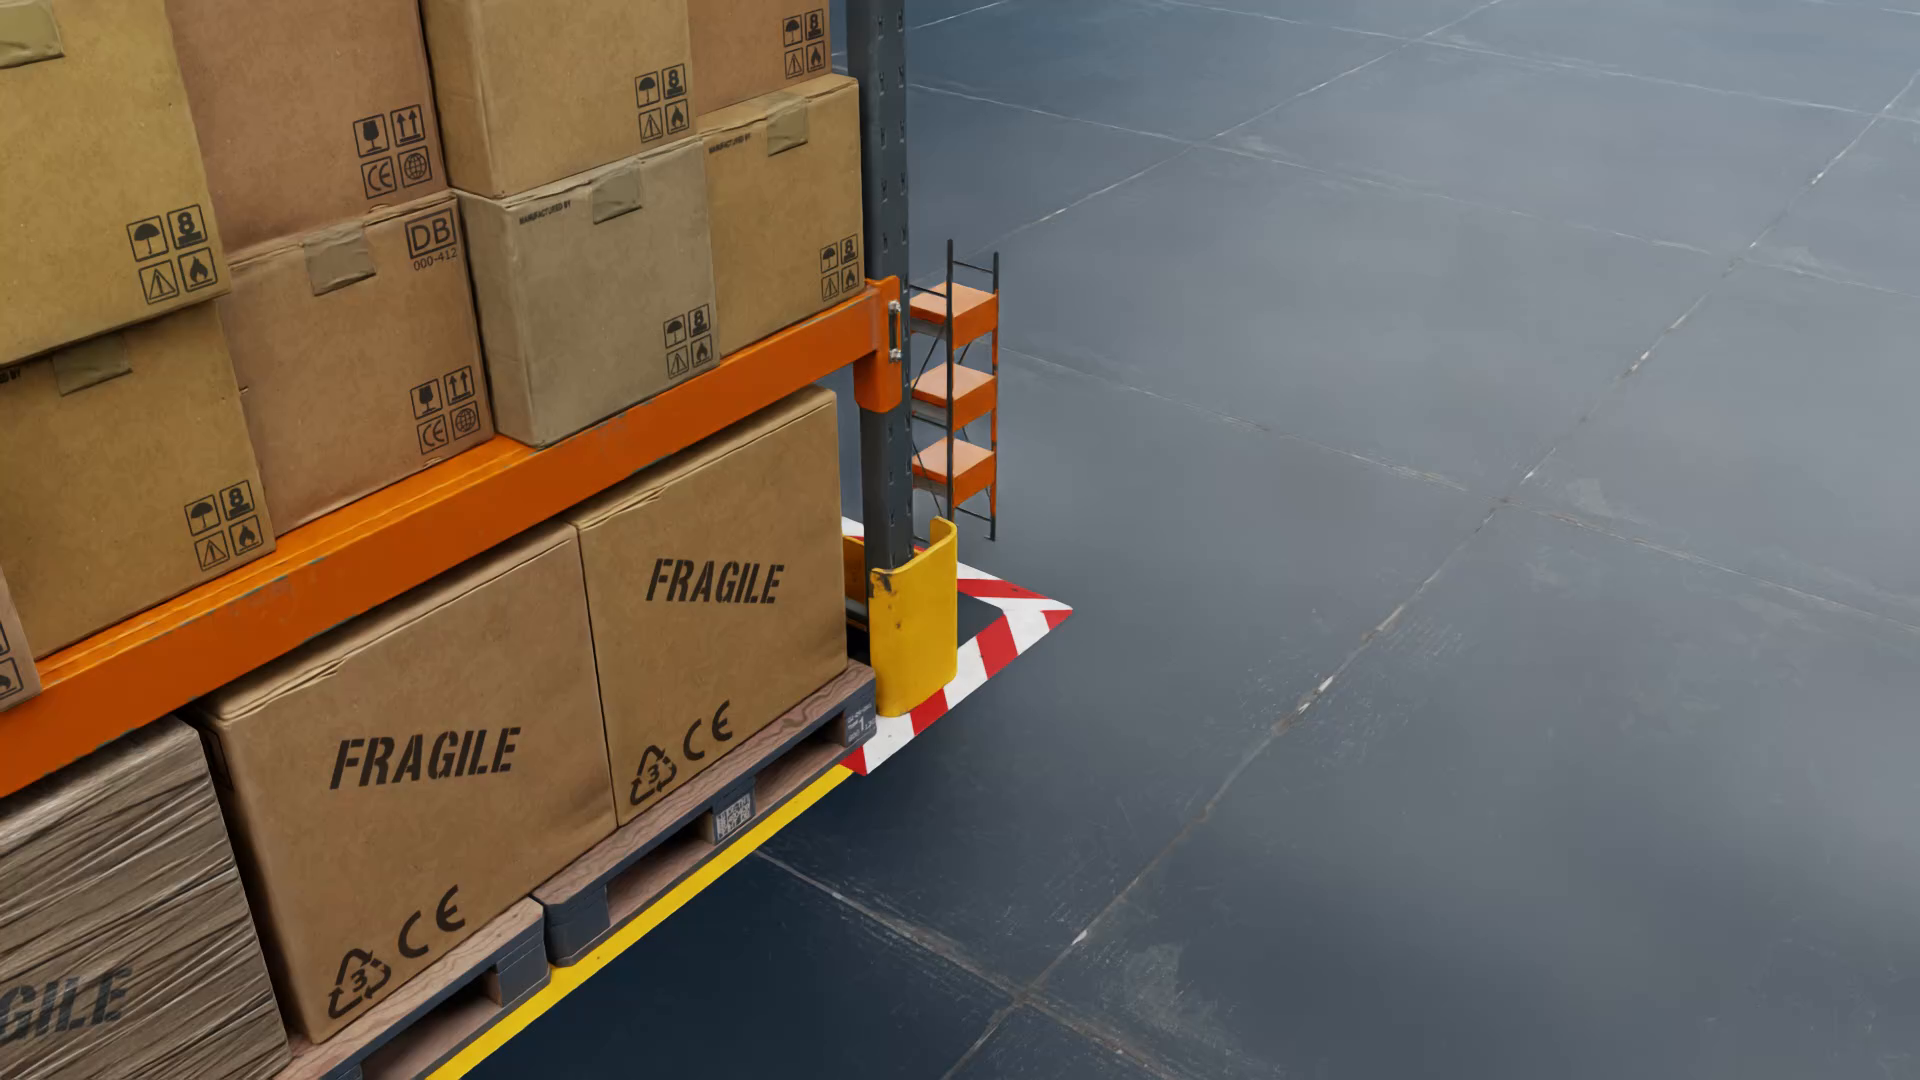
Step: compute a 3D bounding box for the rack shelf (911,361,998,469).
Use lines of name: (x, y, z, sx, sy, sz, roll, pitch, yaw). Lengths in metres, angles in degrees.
rack shelf: (-0.032, -0.421, 5.451, 0.215, 0.259, 0.240, 21, 37, 31)

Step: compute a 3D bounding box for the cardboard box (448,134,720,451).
cardboard box: (-1.069, -0.666, 3.785, 0.875, 0.550, 0.550, 21, 37, 31)

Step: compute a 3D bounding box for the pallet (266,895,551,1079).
pallet: (-1.723, 1.046, 3.778, 1.003, 0.211, 1.213, 21, 37, 31)

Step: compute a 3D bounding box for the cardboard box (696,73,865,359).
cardboard box: (-0.754, -0.896, 4.173, 0.875, 0.550, 0.550, 21, 37, 31)

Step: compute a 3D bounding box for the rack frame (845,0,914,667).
rack frame: (-0.566, -0.997, 4.490, 1.000, 3.000, 0.127, 21, 37, 31)

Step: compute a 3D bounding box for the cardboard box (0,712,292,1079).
cardboard box: (-2.004, 0.761, 3.196, 0.875, 0.875, 0.875, 21, 37, 32)

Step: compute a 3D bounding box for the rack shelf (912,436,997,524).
rack shelf: (-0.032, -0.182, 5.593, 0.215, 0.259, 0.240, 21, 37, 31)

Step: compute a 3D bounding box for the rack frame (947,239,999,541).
rack frame: (0.041, -0.480, 5.529, 0.200, 1.050, 0.008, 21, 37, 31)

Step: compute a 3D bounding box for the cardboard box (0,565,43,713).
cardboard box: (-2.034, -0.003, 2.665, 0.875, 0.550, 0.550, 21, 37, 31)

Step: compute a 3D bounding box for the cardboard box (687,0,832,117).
cardboard box: (-0.821, -1.387, 3.942, 0.875, 0.550, 0.550, 21, 37, 31)

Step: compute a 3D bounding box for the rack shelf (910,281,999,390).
rack shelf: (-0.032, -0.665, 5.307, 0.215, 0.259, 0.240, 21, 37, 31)

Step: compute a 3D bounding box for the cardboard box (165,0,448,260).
cardboard box: (-1.526, -0.949, 3.203, 0.875, 0.550, 0.550, 21, 37, 31)

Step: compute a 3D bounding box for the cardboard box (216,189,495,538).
cardboard box: (-1.507, -0.477, 3.466, 0.875, 0.550, 0.550, 21, 37, 31)

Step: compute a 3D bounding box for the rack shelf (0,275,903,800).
rack shelf: (-1.773, 0.126, 3.301, 1.077, 0.370, 4.000, 21, 37, 31)

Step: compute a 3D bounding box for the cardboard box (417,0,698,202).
cardboard box: (-1.079, -1.135, 3.517, 0.875, 0.550, 0.550, 21, 37, 31)

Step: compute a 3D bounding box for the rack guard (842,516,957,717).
rack guard: (-0.552, 0.069, 5.143, 1.175, 0.500, 0.348, 21, 37, 31)

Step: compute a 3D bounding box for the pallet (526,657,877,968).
pallet: (-0.986, 0.552, 4.612, 1.003, 0.211, 1.213, 21, 37, 31)

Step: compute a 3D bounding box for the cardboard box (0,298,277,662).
cardboard box: (-1.794, -0.249, 3.081, 0.875, 0.550, 0.500, 21, 37, 31)

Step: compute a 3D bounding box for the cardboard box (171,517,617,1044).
cardboard box: (-1.452, 0.391, 3.820, 0.875, 0.875, 0.875, 20, 36, 31)

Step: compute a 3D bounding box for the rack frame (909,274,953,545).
rack frame: (-0.106, -0.380, 5.362, 0.200, 1.050, 0.008, 21, 37, 31)

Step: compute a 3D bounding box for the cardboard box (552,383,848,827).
cardboard box: (-0.923, 0.033, 4.425, 0.875, 0.875, 0.875, 21, 37, 32)

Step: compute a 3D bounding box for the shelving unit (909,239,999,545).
shelving unit: (-0.032, -0.430, 5.446, 0.215, 1.050, 0.252, 21, 37, 31)

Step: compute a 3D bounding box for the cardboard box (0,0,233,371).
cardboard box: (-1.742, -0.694, 2.772, 0.875, 0.550, 0.500, 21, 37, 31)
